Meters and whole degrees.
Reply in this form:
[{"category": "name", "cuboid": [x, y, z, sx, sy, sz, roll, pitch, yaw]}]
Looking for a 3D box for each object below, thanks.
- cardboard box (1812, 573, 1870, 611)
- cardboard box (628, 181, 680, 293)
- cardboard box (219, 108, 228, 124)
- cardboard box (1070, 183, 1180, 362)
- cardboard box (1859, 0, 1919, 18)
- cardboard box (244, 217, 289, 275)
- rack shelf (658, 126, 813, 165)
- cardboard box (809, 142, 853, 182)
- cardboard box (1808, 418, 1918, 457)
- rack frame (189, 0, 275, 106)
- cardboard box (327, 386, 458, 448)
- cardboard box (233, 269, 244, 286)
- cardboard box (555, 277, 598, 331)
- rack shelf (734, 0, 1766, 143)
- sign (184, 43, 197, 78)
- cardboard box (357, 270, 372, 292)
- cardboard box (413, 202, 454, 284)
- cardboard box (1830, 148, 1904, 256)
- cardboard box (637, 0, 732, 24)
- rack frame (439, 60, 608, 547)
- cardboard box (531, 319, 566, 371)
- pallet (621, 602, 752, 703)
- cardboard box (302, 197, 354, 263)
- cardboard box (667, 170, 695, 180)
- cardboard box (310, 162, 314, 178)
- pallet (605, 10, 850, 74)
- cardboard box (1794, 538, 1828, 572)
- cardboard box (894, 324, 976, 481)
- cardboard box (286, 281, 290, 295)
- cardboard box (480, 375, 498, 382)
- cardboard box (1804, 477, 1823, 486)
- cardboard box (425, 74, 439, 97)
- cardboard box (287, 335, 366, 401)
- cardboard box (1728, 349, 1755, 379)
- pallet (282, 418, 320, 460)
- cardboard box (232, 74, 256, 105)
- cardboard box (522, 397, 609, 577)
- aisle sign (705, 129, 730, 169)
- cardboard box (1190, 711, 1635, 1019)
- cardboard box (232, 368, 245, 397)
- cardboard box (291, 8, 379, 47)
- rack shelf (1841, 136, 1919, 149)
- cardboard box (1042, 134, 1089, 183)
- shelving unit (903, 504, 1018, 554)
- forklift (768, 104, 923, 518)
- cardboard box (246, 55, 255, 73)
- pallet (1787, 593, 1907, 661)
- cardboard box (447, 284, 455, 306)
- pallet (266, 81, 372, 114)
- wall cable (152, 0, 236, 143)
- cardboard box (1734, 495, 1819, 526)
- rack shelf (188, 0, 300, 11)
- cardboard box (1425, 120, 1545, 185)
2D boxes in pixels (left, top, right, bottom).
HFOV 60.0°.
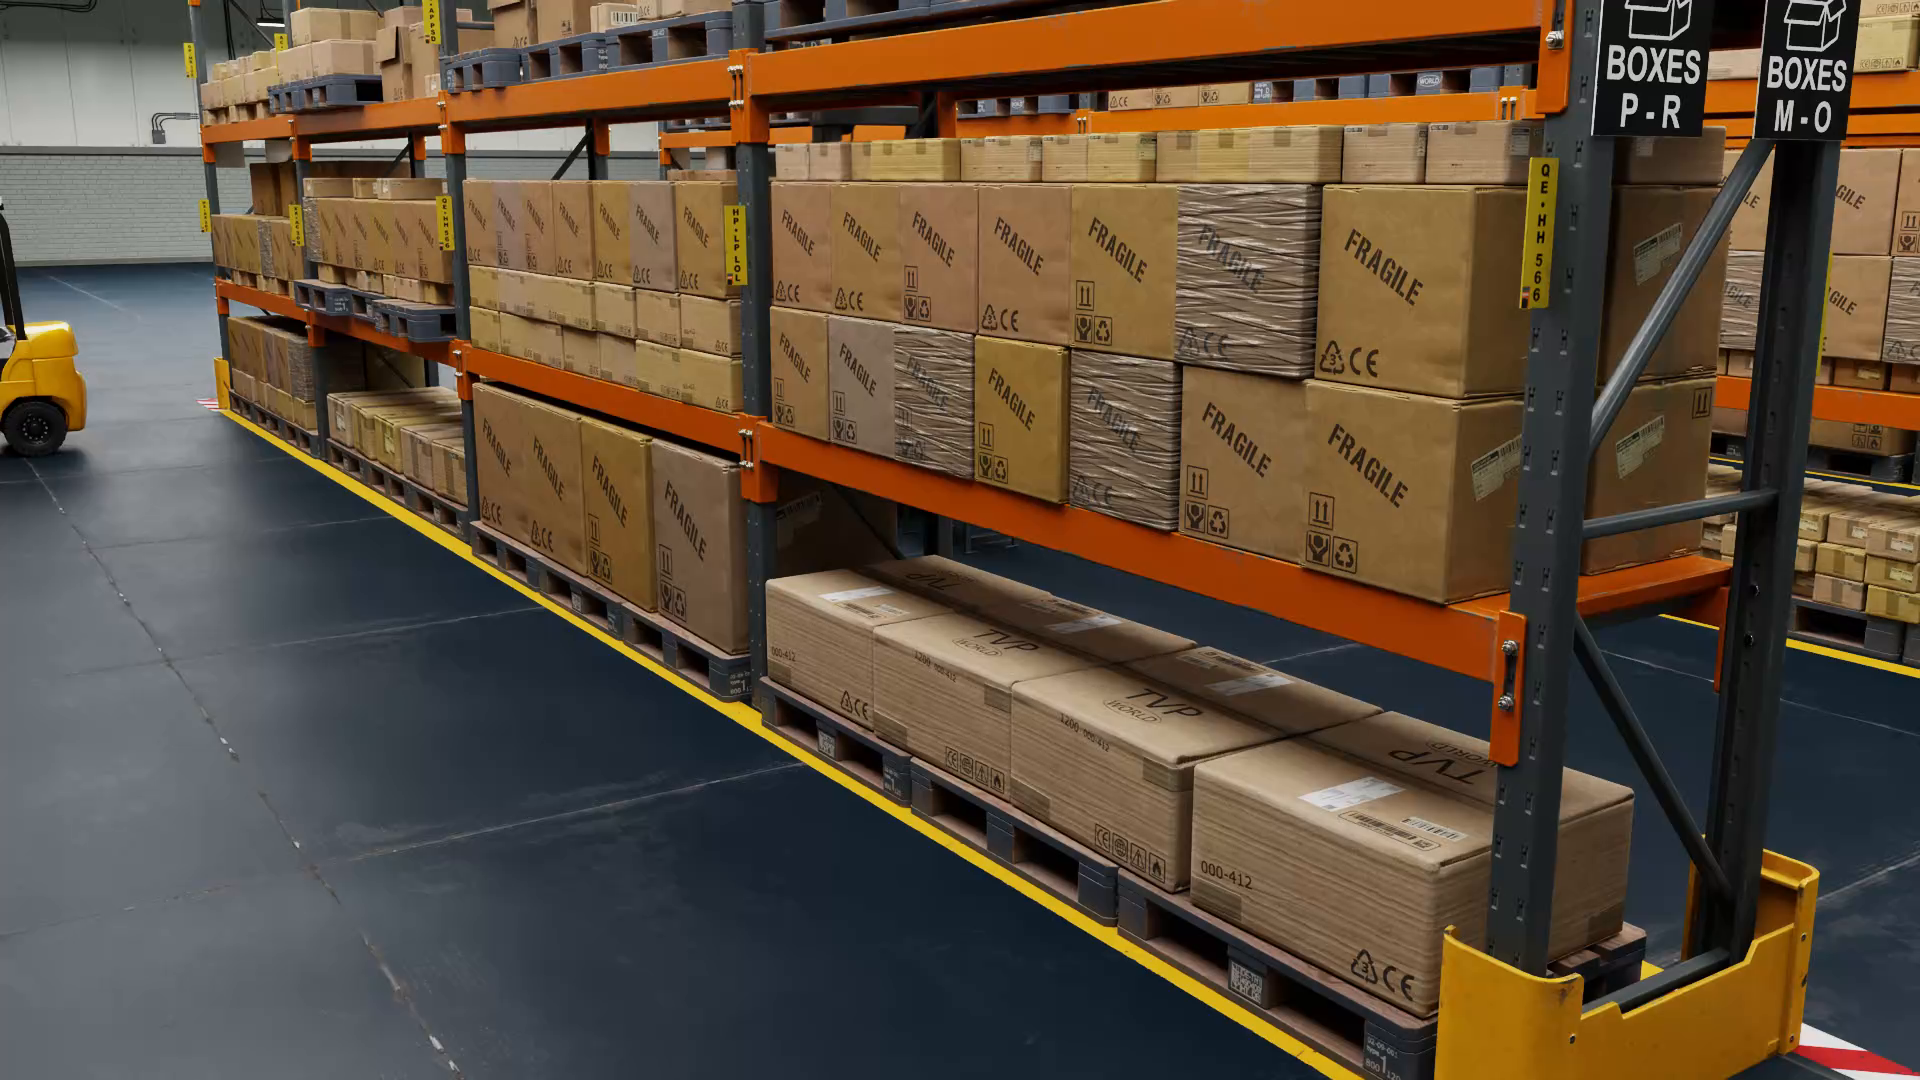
[{"category": "cardboard box", "cuboid": [4.556, 0.239, 8.436, 0.380, 0.149, 0.250, -8, 15, -32]}, {"category": "cardboard box", "cuboid": [-1.232, -1.443, 7.863, 0.500, 0.500, 0.500, -8, 15, -32]}, {"category": "cardboard box", "cuboid": [-6.879, -4.057, 15.957, 0.380, 0.149, 0.250, -8, 14, -31]}, {"category": "cardboard box", "cuboid": [0.683, -0.826, 5.042, 0.500, 0.500, 0.500, -8, 15, -33]}, {"category": "cardboard box", "cuboid": [4.496, -2.618, 7.974, 0.500, 0.250, 0.500, -9, 15, -35]}, {"category": "cardboard box", "cuboid": [-6.238, -2.704, 15.275, 0.500, 0.500, 0.500, -8, 15, -34]}, {"category": "rack shelf", "cuboid": [-1.958, -4.261, 17.987, 1.077, 0.370, 4.000, -8, 15, -33]}, {"category": "cardboard box", "cuboid": [-0.368, -1.488, 6.553, 0.380, 0.149, 0.250, -8, 15, -32]}, {"category": "cardboard box", "cuboid": [7.396, -1.216, 13.392, 1.225, 0.875, 0.875, -8, 15, -33]}, {"category": "rack frame", "cuboid": [-7.131, -5.829, 16.455, 1.000, 3.000, 0.127, -8, 15, -33]}, {"category": "cardboard box", "cuboid": [-4.622, -1.016, 13.653, 0.950, 0.372, 0.625, -8, 15, -32]}, {"category": "cardboard box", "cuboid": [-6.782, -2.540, 16.046, 0.380, 0.149, 0.250, -8, 15, -32]}, {"category": "cardboard box", "cuboid": [-1.802, -1.254, 8.754, 0.500, 0.250, 0.500, -8, 15, -32]}, {"category": "rack shelf", "cuboid": [0.626, -1.523, 5.466, 1.077, 0.370, 4.000, -8, 15, -33]}, {"category": "sign", "cuboid": [-7.583, -4.727, 16.388, 0.100, 0.325, 0.005, -8, 15, -33]}, {"category": "cardboard box", "cuboid": [-4.173, -1.899, 12.129, 0.380, 0.149, 0.250, -7, 14, -31]}, {"category": "cardboard box", "cuboid": [-3.182, -1.923, 10.721, 0.500, 0.500, 0.500, -9, 15, -34]}, {"category": "cardboard box", "cuboid": [4.466, -1.667, 8.192, 0.500, 0.500, 0.500, -9, 15, -35]}, {"category": "cardboard box", "cuboid": [-1.145, -2.523, 7.584, 0.500, 0.311, 0.500, -8, 15, -33]}, {"category": "rack frame", "cuboid": [-2.699, -1.476, 10.589, 1.000, 3.000, 0.127, -8, 15, -33]}, {"category": "cardboard box", "cuboid": [-2.052, -1.103, 9.233, 0.500, 0.250, 0.500, -8, 14, -31]}, {"category": "pallet", "cuboid": [-0.973, 0.469, 8.221, 1.003, 0.211, 1.213, -8, 15, -33]}, {"category": "cardboard box", "cuboid": [-4.894, -2.469, 13.219, 0.500, 0.500, 0.500, -8, 14, -31]}, {"category": "cardboard box", "cuboid": [-2.893, -4.033, 19.403, 0.875, 0.550, 0.550, -8, 15, -33]}, {"category": "cardboard box", "cuboid": [-5.498, -3.160, 15.019, 0.700, 0.500, 0.500, -8, 15, -34]}, {"category": "pallet", "cuboid": [-1.031, -2.294, 7.755, 0.805, 0.209, 1.217, -9, 15, -35]}, {"category": "cardboard box", "cuboid": [4.379, 0.049, 8.611, 0.380, 0.149, 0.250, -8, 15, -32]}, {"category": "cardboard box", "cuboid": [0.105, -0.520, 5.983, 0.500, 0.500, 0.500, -8, 15, -32]}, {"category": "cardboard box", "cuboid": [-5.696, -2.231, 14.629, 0.380, 0.149, 0.250, -8, 15, -34]}, {"category": "cardboard box", "cuboid": [-4.376, -1.319, 15.717, 0.500, 0.500, 0.500, 1, 12, 6]}, {"category": "cardboard box", "cuboid": [4.621, -0.262, 9.337, 0.380, 0.149, 0.250, -9, 15, -35]}, {"category": "cardboard box", "cuboid": [-3.192, -2.893, 10.636, 0.380, 0.149, 0.250, -8, 15, -33]}, {"category": "cardboard box", "cuboid": [-5.466, -1.489, 14.347, 0.500, 0.500, 0.500, -8, 15, -34]}, {"category": "cardboard box", "cuboid": [4.237, -0.928, 8.672, 0.380, 0.149, 0.250, -7, 14, -30]}, {"category": "pallet", "cuboid": [-5.316, -0.940, 14.667, 1.003, 0.211, 1.213, -8, 15, -33]}, {"category": "cardboard box", "cuboid": [-6.229, -4.042, 14.957, 0.500, 0.250, 0.500, -8, 15, -32]}, {"category": "cardboard box", "cuboid": [-1.894, -0.351, 9.437, 0.875, 0.875, 0.875, -8, 15, -32]}, {"category": "aisle sign", "cuboid": [-2.856, -4.821, 19.799, 0.394, 0.787, 0.004, -8, 15, -33]}, {"category": "cardboard box", "cuboid": [1.285, 0.888, 4.795, 0.875, 0.438, 0.875, -9, 15, -35]}, {"category": "cardboard box", "cuboid": [-6.914, -1.584, 16.539, 0.500, 0.250, 0.500, -8, 15, -33]}, {"category": "cardboard box", "cuboid": [-4.640, -3.790, 12.348, 0.500, 0.250, 0.500, -8, 15, -34]}, {"category": "rack shelf", "cuboid": [10.783, -3.993, 16.764, 1.077, 0.370, 4.000, -8, 15, -33]}, {"category": "cardboard box", "cuboid": [0.486, -1.217, 5.312, 0.380, 0.149, 0.250, -8, 14, -31]}, {"category": "shelving unit", "cuboid": [-0.004, -0.734, 10.707, 0.431, 1.500, 0.755, -8, 15, -33]}, {"category": "forklift", "cuboid": [-0.799, -1.830, 12.370, 1.130, 2.935, 3.031, -6, 14, -24]}, {"category": "cardboard box", "cuboid": [-6.047, -4.173, 14.622, 0.380, 0.149, 0.250, -8, 15, -32]}, {"category": "pallet", "cuboid": [4.664, 0.326, 8.876, 1.003, 0.211, 1.213, -8, 15, -33]}, {"category": "cardboard box", "cuboid": [-3.076, -1.589, 10.711, 0.380, 0.149, 0.250, -7, 14, -31]}, {"category": "pallet", "cuboid": [-4.661, -3.439, 12.982, 1.213, 0.211, 1.003, -8, 15, -33]}, {"category": "wall cable", "cuboid": [-20.867, -13.809, 44.983, 2.305, 6.003, 0.169, -8, 15, -33]}, {"category": "cardboard box", "cuboid": [4.342, -0.153, 8.839, 0.380, 0.149, 0.250, -9, 15, -35]}, {"category": "rack shelf", "cuboid": [-6.023, -5.121, 14.905, 1.077, 0.370, 4.000, -8, 15, -33]}, {"category": "cardboard box", "cuboid": [1.368, -0.947, 4.080, 0.380, 0.149, 0.250, -8, 15, -32]}]
